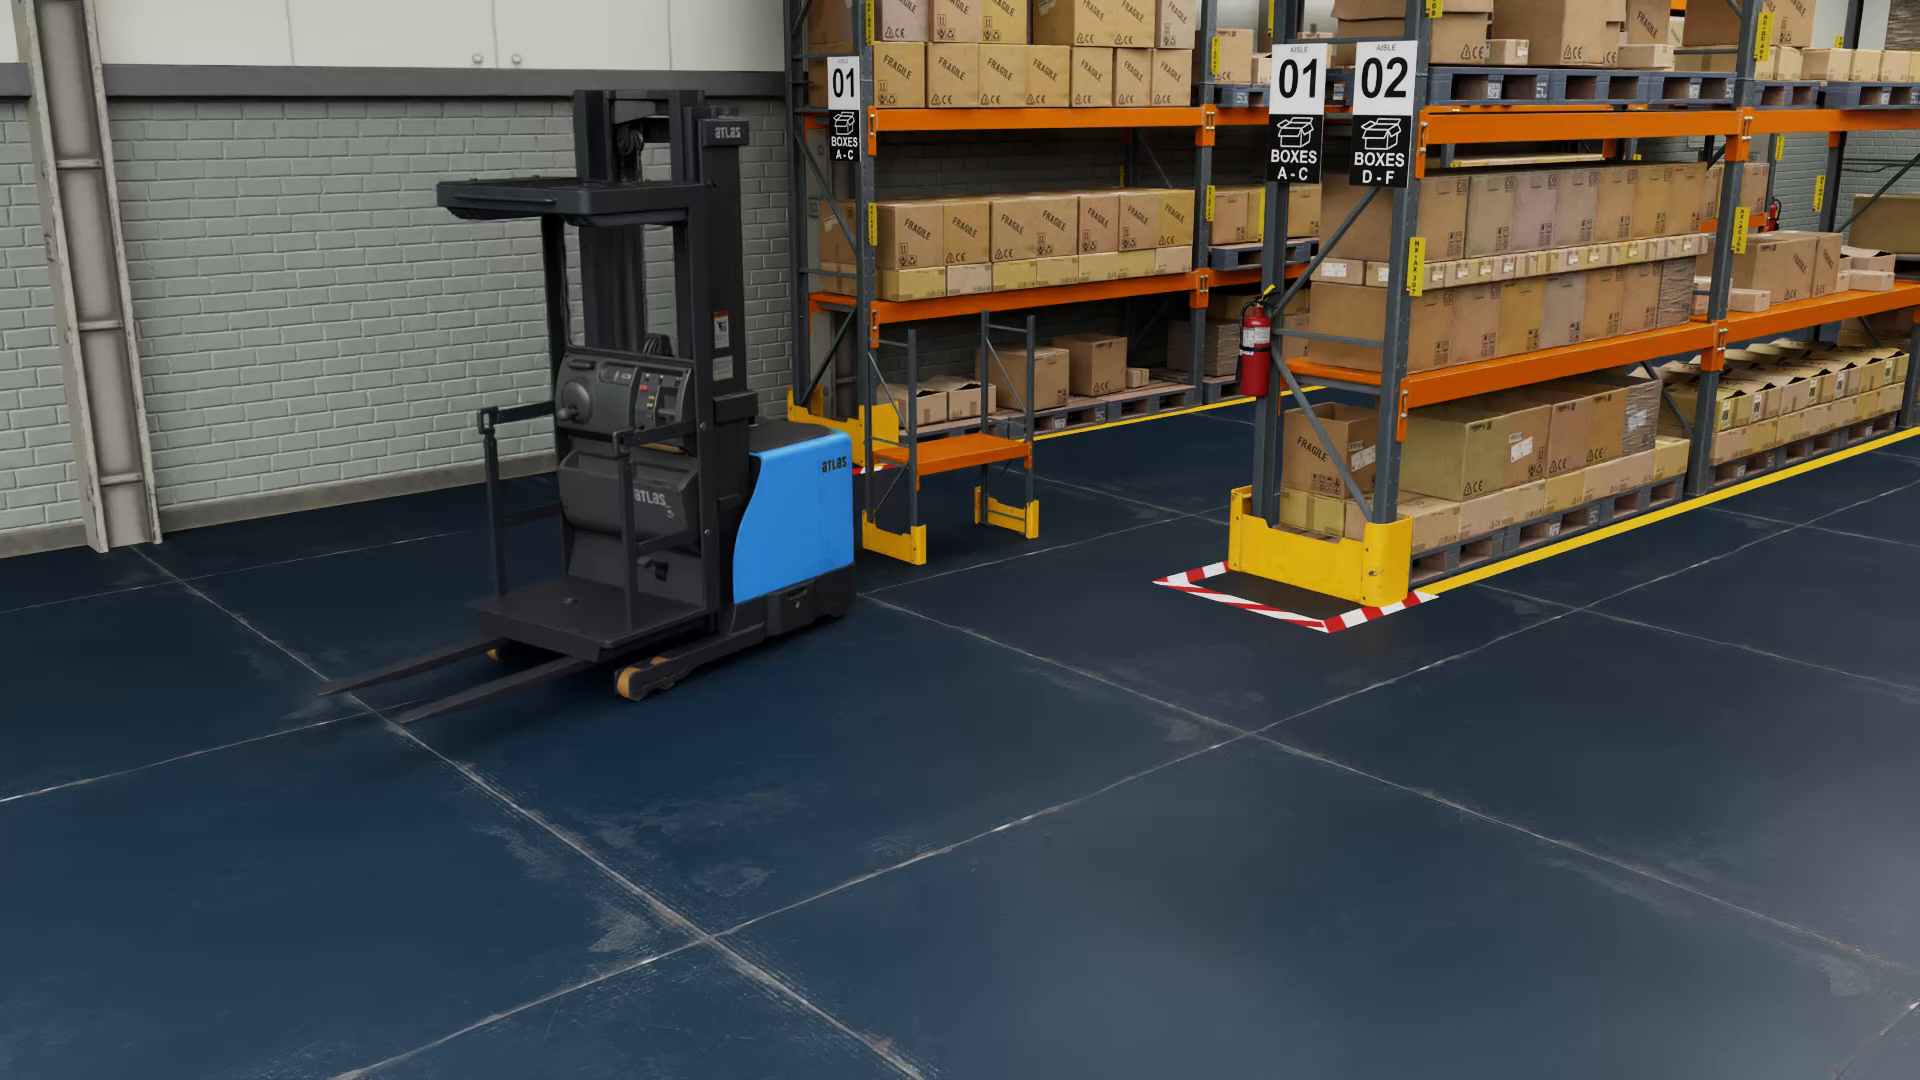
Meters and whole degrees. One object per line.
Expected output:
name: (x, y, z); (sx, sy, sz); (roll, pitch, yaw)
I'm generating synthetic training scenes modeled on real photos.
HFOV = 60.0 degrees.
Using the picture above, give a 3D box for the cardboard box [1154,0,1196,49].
cardboard box: (1.774, -4.688, 15.005); (0.500, 0.500, 0.500); (14, 20, 42)

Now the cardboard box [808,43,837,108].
cardboard box: (-0.895, -3.785, 13.562); (0.500, 0.500, 0.500); (-11, 18, -35)

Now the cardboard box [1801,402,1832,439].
cardboard box: (6.855, -1.027, 13.796); (0.500, 0.250, 0.500); (-12, 19, -38)

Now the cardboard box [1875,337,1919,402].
cardboard box: (8.777, -1.576, 15.327); (0.500, 0.500, 0.500); (-12, 19, -37)

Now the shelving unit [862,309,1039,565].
shelving unit: (-0.058, -0.712, 11.008); (1.083, 1.500, 0.587); (-13, 19, -39)

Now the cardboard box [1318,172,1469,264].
cardboard box: (2.612, -1.955, 10.048); (0.500, 0.500, 0.700); (-13, 19, -39)

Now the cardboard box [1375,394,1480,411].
cardboard box: (3.165, -0.752, 11.313); (0.500, 0.500, 0.500); (-13, 19, -39)

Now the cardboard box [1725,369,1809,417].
cardboard box: (6.475, -1.210, 13.396); (0.500, 0.311, 0.500); (-14, 20, -41)

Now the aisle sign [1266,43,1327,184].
aisle sign: (1.969, -2.496, 9.744); (0.004, 0.787, 0.394); (-13, 19, -39)

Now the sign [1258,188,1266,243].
sign: (1.866, -1.976, 10.132); (0.005, 0.325, 0.100); (-13, 19, -39)

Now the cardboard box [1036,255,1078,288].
cardboard box: (0.687, -2.377, 14.588); (0.500, 0.250, 0.500); (-12, 19, -39)

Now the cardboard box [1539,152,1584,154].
cardboard box: (7.491, -4.727, 20.874); (0.500, 0.250, 0.500); (-12, 19, -38)

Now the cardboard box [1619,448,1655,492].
cardboard box: (4.639, -0.542, 11.982); (0.500, 0.250, 0.500); (-13, 19, -39)

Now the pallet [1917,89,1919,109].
pallet: (7.793, -3.775, 14.123); (1.003, 0.211, 1.213); (-12, 19, -37)

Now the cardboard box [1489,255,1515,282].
cardboard box: (3.227, -1.710, 10.388); (0.250, 0.149, 0.380); (-13, 20, -40)

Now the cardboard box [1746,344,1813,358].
cardboard box: (7.268, -1.572, 14.752); (0.500, 0.311, 0.500); (-13, 20, -41)

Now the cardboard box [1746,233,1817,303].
cardboard box: (6.594, -2.221, 13.558); (0.500, 0.500, 0.500); (-13, 19, -39)

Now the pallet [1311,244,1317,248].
pallet: (4.524, -3.279, 18.084); (1.003, 0.211, 1.213); (-13, 19, -39)

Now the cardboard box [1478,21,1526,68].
cardboard box: (3.326, -3.211, 10.735); (0.500, 0.311, 0.500); (-10, 18, -33)

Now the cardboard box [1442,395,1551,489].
cardboard box: (3.506, -0.651, 10.934); (0.500, 0.500, 0.500); (-13, 19, -39)

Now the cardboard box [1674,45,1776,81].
cardboard box: (5.700, -3.554, 12.406); (0.500, 0.250, 0.500); (-10, 18, -34)

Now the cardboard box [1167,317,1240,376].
cardboard box: (2.518, -1.968, 16.797); (0.500, 0.500, 0.700); (-12, 19, -38)

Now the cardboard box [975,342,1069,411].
cardboard box: (0.554, -1.473, 14.945); (0.500, 0.500, 0.700); (-14, 21, -43)

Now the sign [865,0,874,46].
sign: (-0.687, -3.924, 12.620); (0.005, 0.325, 0.100); (-13, 19, -39)

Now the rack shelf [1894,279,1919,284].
rack shelf: (9.755, -2.540, 16.342); (4.000, 0.370, 1.077); (-13, 19, -39)

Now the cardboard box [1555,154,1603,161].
cardboard box: (7.433, -4.541, 20.175); (0.500, 0.250, 0.500); (-12, 19, -38)

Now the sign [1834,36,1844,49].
sign: (7.892, -4.354, 14.924); (0.005, 0.325, 0.100); (-13, 19, -39)

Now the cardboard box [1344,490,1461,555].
cardboard box: (2.762, -0.116, 10.386); (0.500, 0.250, 0.500); (-13, 19, -39)

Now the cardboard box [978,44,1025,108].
cardboard box: (0.191, -3.846, 13.790); (0.500, 0.500, 0.500); (-12, 19, -37)

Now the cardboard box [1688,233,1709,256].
cardboard box: (5.164, -2.146, 12.019); (0.250, 0.149, 0.380); (-13, 20, -39)

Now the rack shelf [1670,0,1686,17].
rack shelf: (9.518, -6.887, 21.765); (4.000, 0.370, 1.077); (-13, 19, -39)

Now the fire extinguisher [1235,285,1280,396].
fire extinguisher: (1.817, -1.227, 10.181); (0.183, 0.674, 0.296); (-13, 19, -39)

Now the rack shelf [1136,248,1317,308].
rack shelf: (3.483, -2.827, 17.414); (4.000, 0.370, 1.077); (-13, 19, -39)

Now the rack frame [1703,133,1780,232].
rack frame: (11.027, -4.868, 23.663); (0.127, 3.000, 1.000); (-13, 19, -39)

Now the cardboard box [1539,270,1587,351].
cardboard box: (3.738, -1.582, 11.165); (0.500, 0.500, 0.700); (-12, 19, -38)

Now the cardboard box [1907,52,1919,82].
cardboard box: (7.941, -4.041, 14.230); (0.500, 0.250, 0.500); (14, 21, 43)

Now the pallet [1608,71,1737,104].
pallet: (4.602, -3.128, 11.509); (1.213, 0.211, 1.003); (-13, 19, -39)

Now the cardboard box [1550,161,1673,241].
cardboard box: (4.518, -2.384, 11.657); (0.500, 0.500, 0.700); (-13, 20, -39)

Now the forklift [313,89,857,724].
forklift: (-1.862, -0.759, 8.410); (1.130, 2.935, 3.031); (10, 18, 34)

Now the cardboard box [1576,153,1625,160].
cardboard box: (7.825, -4.626, 20.493); (0.500, 0.250, 0.500); (-12, 19, -38)

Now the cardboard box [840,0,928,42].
cardboard box: (-0.593, -4.166, 13.051); (0.500, 0.500, 0.500); (14, 21, 43)

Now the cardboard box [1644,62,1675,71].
cardboard box: (8.704, -5.884, 20.937); (0.500, 0.250, 0.500); (-13, 20, -40)

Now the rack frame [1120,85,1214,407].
rack frame: (1.974, -2.835, 16.052); (0.127, 3.000, 1.000); (-13, 19, -39)

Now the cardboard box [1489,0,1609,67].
cardboard box: (3.643, -3.190, 10.289); (0.500, 0.500, 0.500); (-13, 19, -39)

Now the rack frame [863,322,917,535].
rack frame: (-0.448, -0.624, 10.680); (0.032, 1.500, 0.500); (-13, 19, -39)

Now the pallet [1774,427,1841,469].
pallet: (6.680, -0.865, 14.078); (1.213, 0.211, 1.003); (-13, 19, -39)

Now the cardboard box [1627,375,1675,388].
cardboard box: (5.346, -1.141, 13.138); (0.500, 0.311, 0.500); (-13, 19, -39)

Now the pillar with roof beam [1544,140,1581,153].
pillar with roof beam: (10.795, -6.538, 18.289); (0.400, 9.000, 9.100); (-13, 19, -39)

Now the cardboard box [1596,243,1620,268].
cardboard box: (4.205, -1.931, 11.215); (0.250, 0.149, 0.380); (-12, 19, -38)

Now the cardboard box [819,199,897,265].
cardboard box: (-0.827, -2.578, 13.889); (0.500, 0.500, 0.500); (-13, 20, -40)

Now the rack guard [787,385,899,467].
rack guard: (-0.986, -0.963, 13.886); (0.348, 0.500, 1.175); (-13, 19, -39)

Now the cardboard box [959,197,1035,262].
cardboard box: (0.287, -2.648, 14.149); (0.500, 0.500, 0.500); (-13, 20, -41)

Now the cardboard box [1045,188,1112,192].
cardboard box: (1.090, -3.009, 15.501); (0.500, 0.500, 0.500); (-13, 20, -40)

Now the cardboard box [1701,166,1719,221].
cardboard box: (9.526, -4.672, 22.347); (0.700, 0.700, 0.980); (-14, 20, -42)

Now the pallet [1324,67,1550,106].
pallet: (2.762, -2.715, 9.961); (1.213, 0.211, 1.003); (-13, 19, -39)
